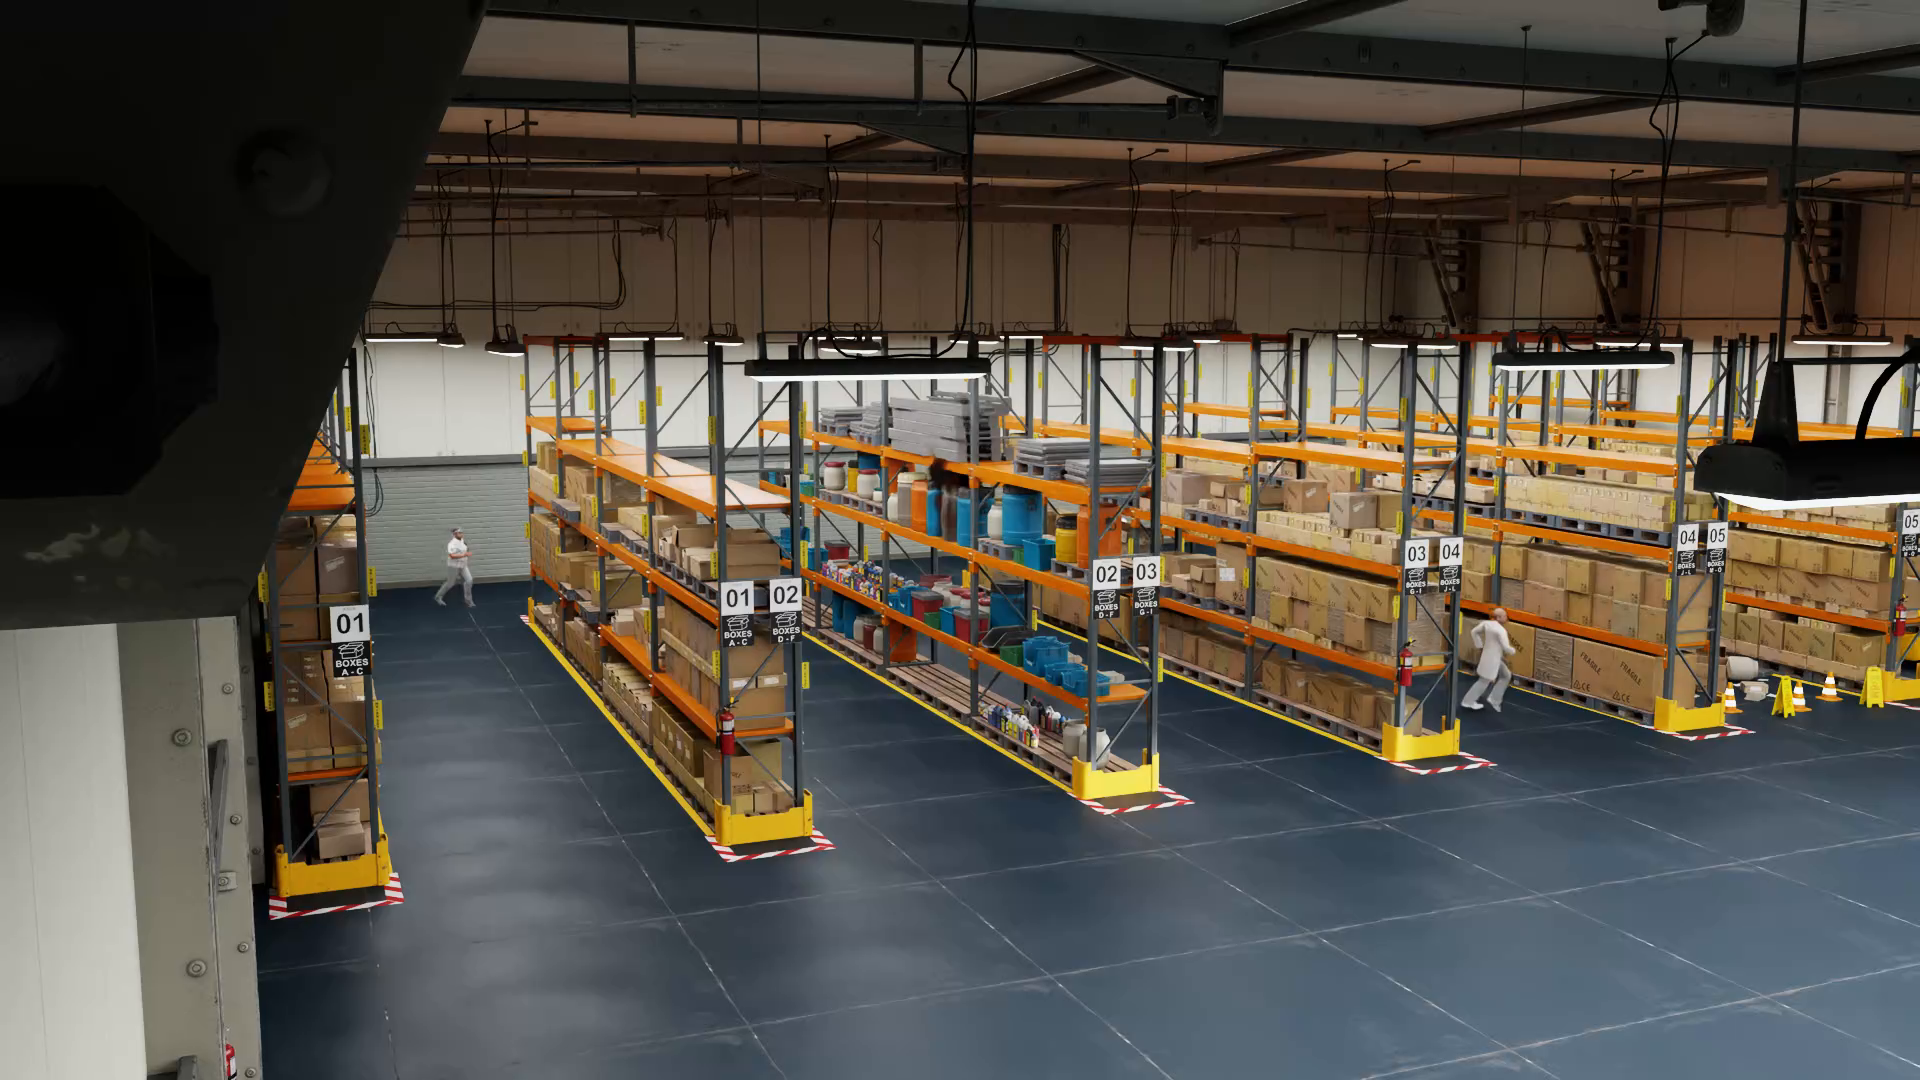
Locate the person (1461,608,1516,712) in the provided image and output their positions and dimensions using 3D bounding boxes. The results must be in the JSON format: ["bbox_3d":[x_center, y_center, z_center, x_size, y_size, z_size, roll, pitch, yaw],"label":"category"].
[{"bbox_3d":[8.472,1.955,26.617,0.802,1.780,0.736,2,8,13],"label":"person"}]

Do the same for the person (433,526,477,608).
[{"bbox_3d":[-11.088,0.605,36.580,0.894,1.828,0.674,2,8,14],"label":"person"}]

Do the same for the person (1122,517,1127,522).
[{"bbox_3d":[3.914,0.023,41.456,0.511,1.684,0.800,0,8,2],"label":"person"}]
